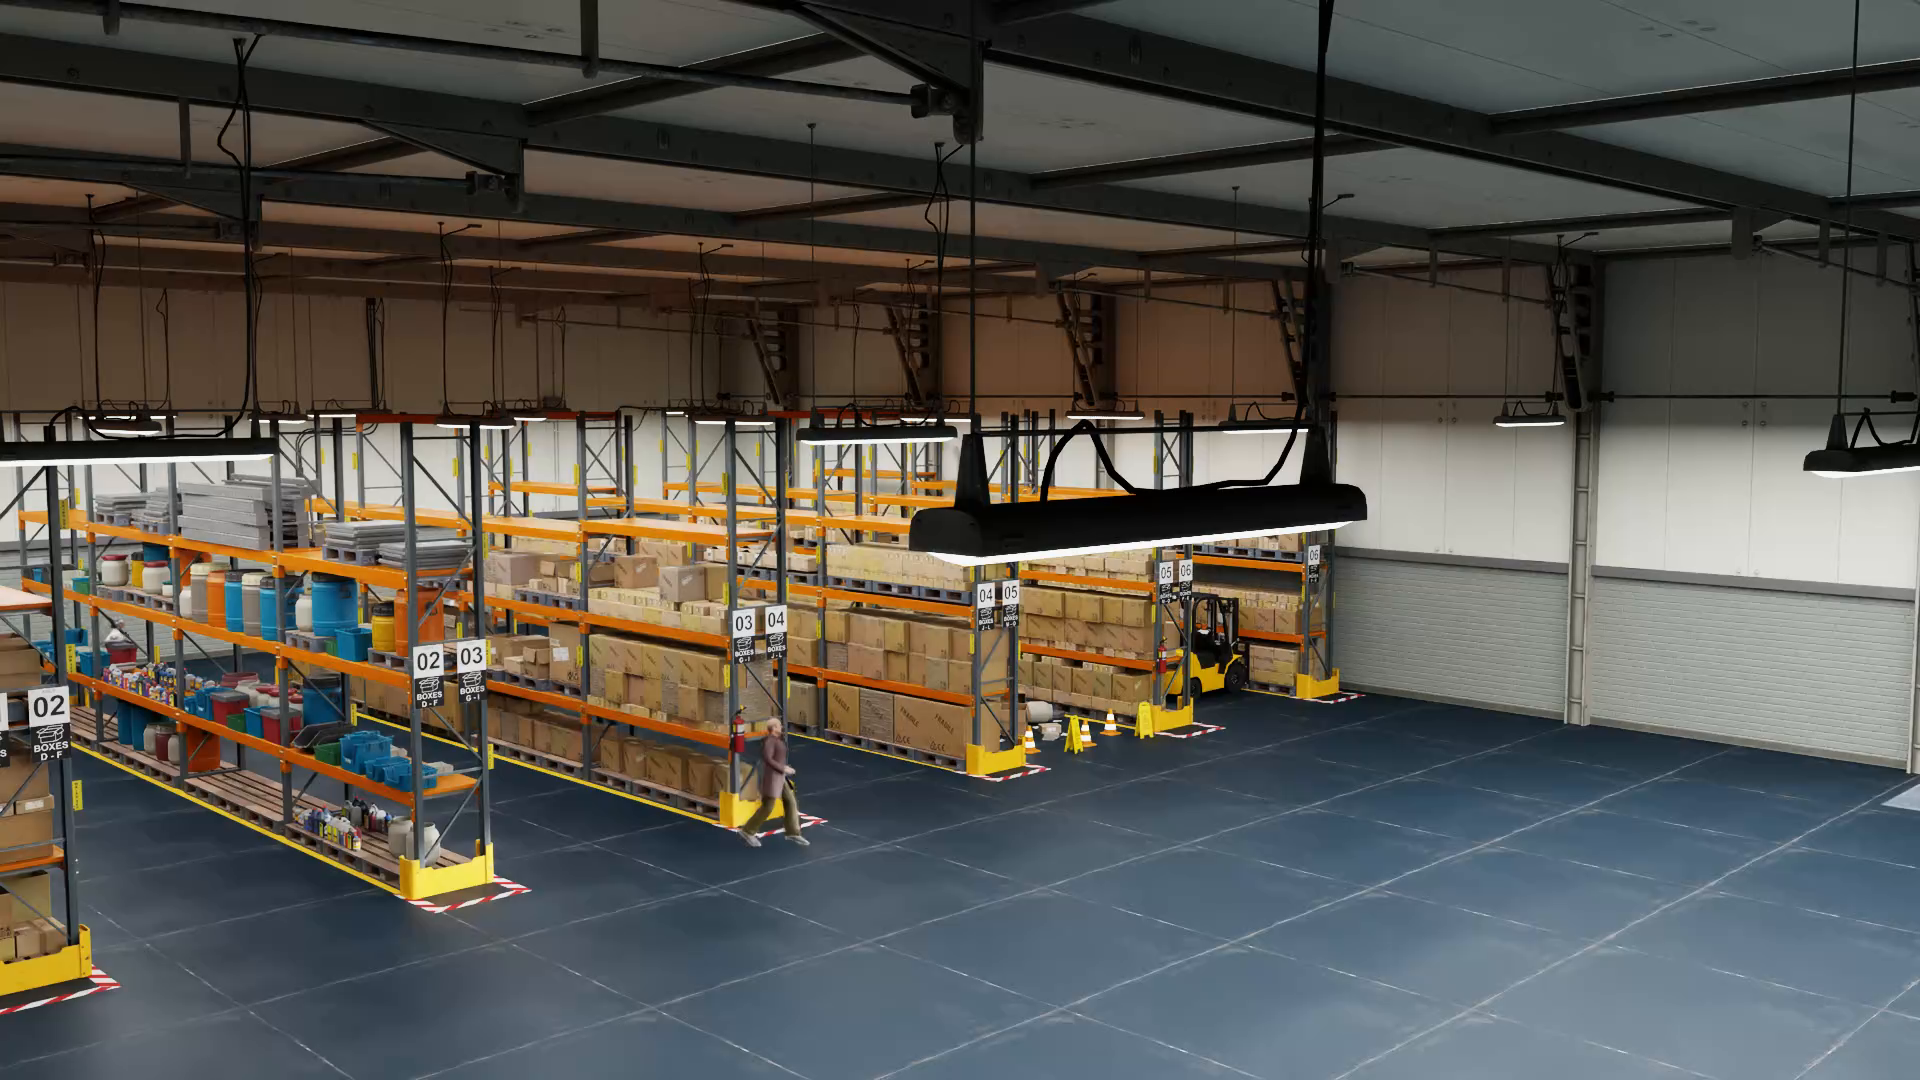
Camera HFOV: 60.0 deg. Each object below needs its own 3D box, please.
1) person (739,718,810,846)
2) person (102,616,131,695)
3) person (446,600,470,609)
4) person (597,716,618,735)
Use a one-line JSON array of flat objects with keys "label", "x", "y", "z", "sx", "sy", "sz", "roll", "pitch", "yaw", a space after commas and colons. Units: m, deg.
[{"label": "person", "x": -2.596, "y": 3.409, "z": 23.491, "sx": 0.990, "sy": 1.767, "sz": 0.765, "roll": 0, "pitch": 5, "yaw": 3}, {"label": "person", "x": -17.727, "y": 2.458, "z": 34.926, "sx": 0.869, "sy": 1.718, "sz": 0.566, "roll": -2, "pitch": 6, "yaw": -26}, {"label": "person", "x": -11.857, "y": 2.051, "z": 39.079, "sx": 0.723, "sy": 1.793, "sz": 0.890, "roll": -1, "pitch": 5, "yaw": -7}, {"label": "person", "x": -6.549, "y": 2.898, "z": 31.045, "sx": 0.680, "sy": 1.534, "sz": 0.563, "roll": 4, "pitch": 7, "yaw": 42}]
